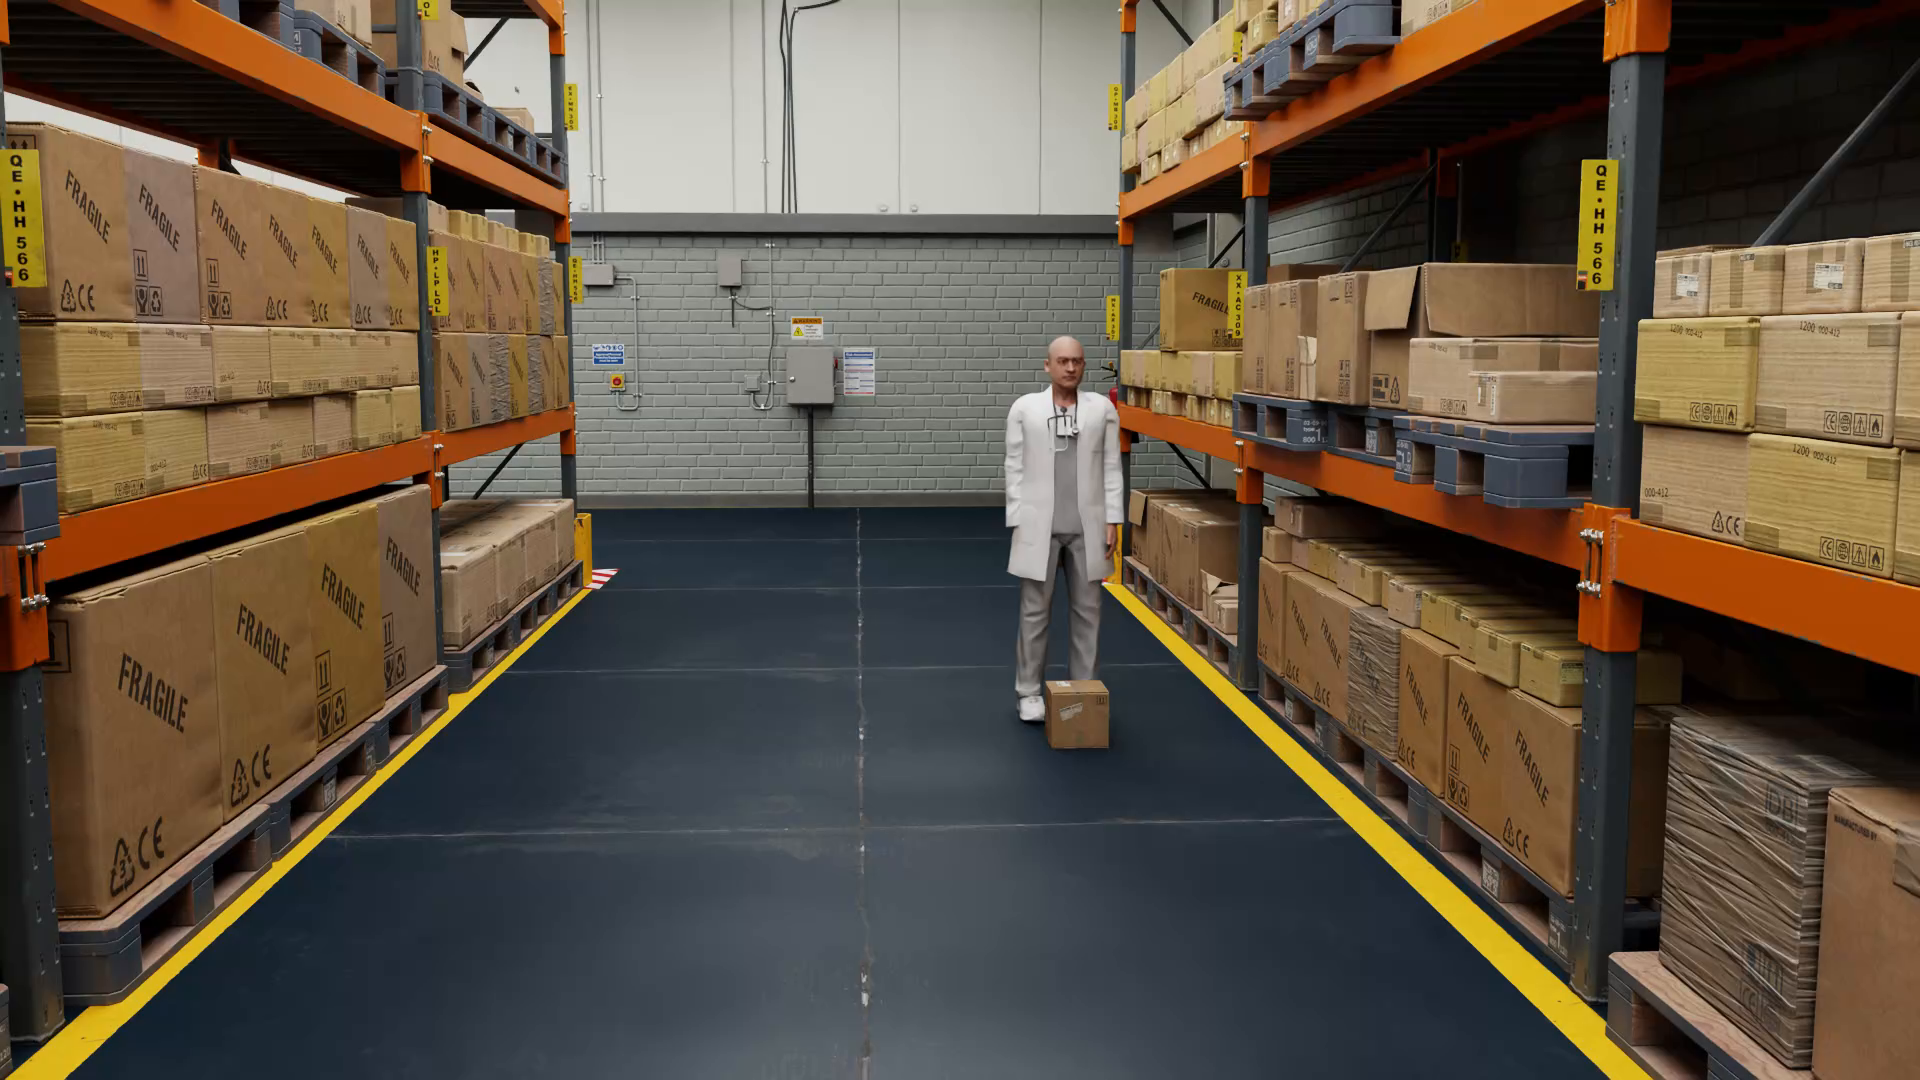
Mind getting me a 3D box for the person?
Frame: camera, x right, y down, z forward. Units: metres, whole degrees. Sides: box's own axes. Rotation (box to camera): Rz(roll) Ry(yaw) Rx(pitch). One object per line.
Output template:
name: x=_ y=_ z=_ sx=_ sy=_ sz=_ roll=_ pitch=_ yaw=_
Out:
person: x=0.489 y=-0.052 z=7.744 sx=0.558 sy=1.779 sz=0.390 roll=0 pitch=7 yaw=-3
